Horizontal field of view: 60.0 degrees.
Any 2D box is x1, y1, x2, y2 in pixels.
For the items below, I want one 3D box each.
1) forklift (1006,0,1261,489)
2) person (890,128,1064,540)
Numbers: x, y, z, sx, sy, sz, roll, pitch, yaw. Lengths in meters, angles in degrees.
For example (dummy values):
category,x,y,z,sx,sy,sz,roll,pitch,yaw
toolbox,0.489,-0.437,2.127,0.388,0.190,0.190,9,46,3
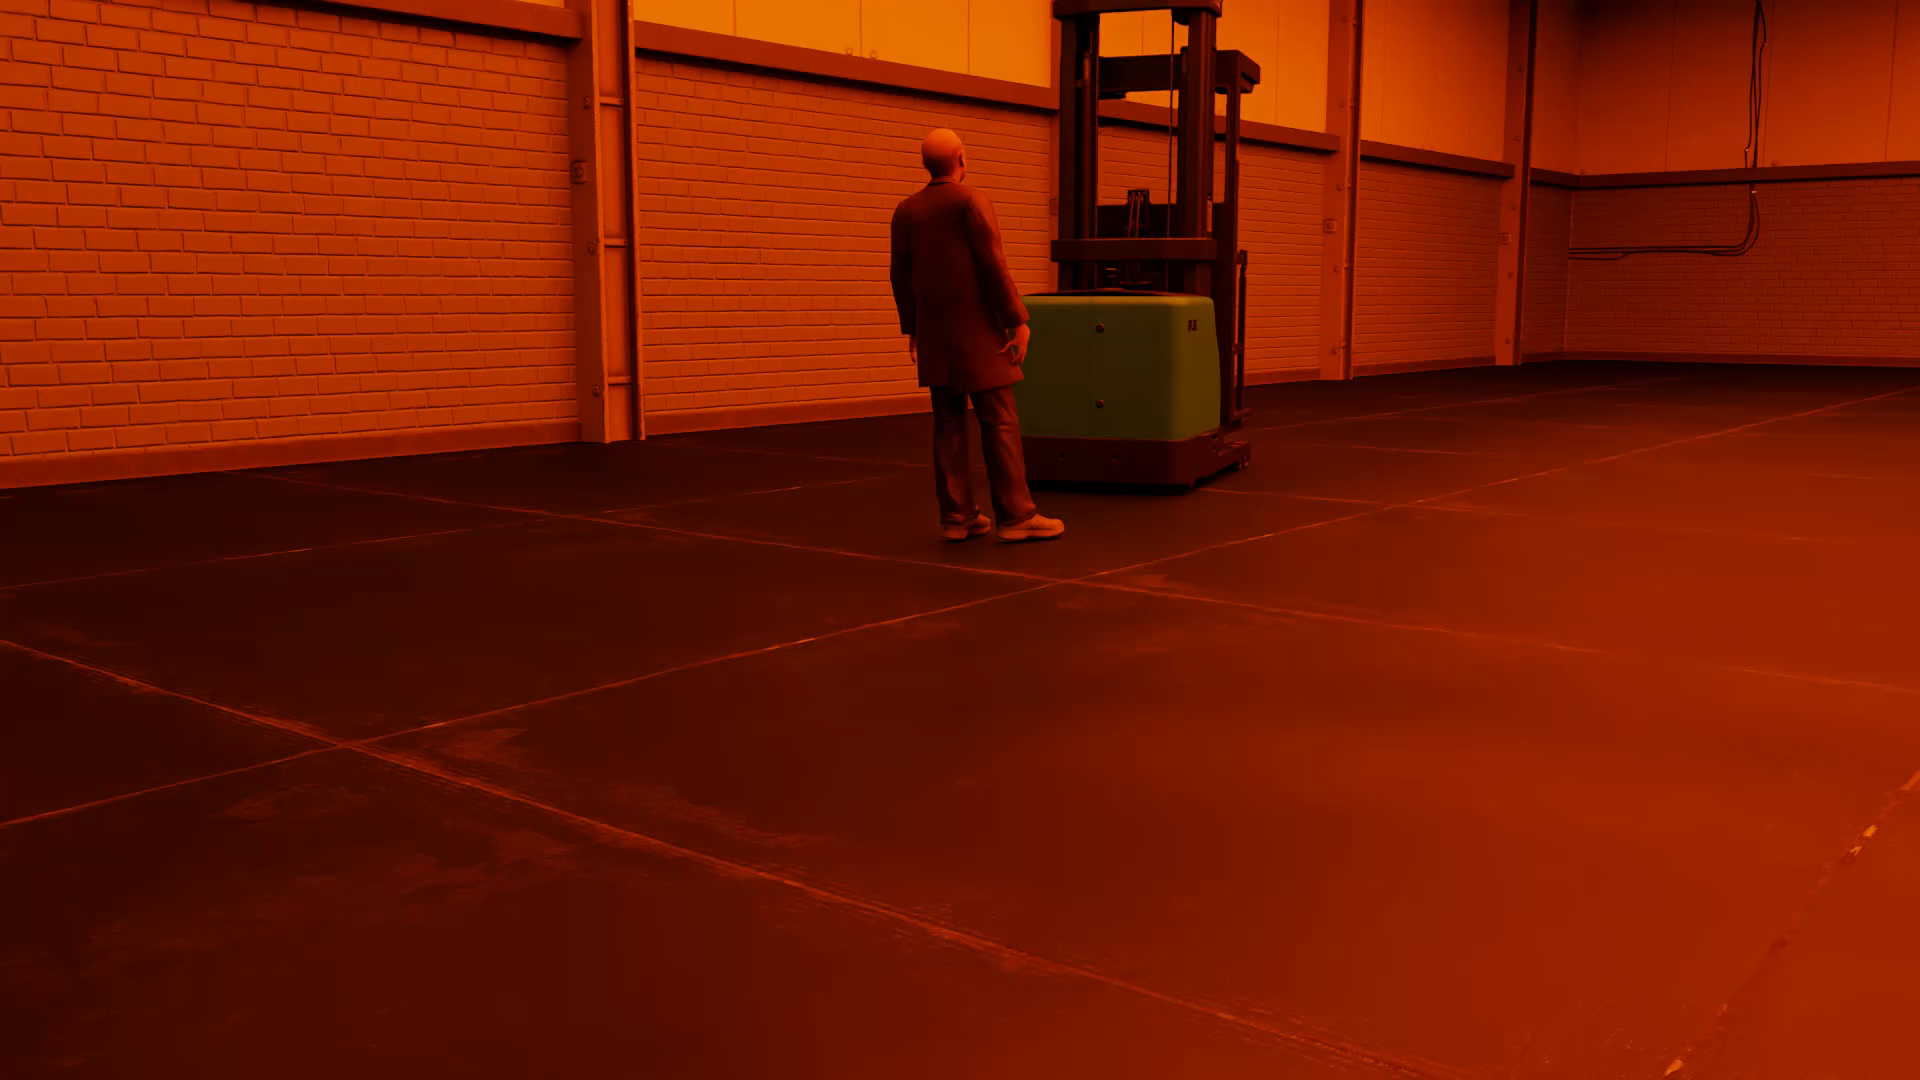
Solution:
category,x,y,z,sx,sy,sz,roll,pitch,yaw
forklift,1.214,-1.901,10.275,1.130,2.935,3.031,3,9,20
person,0.061,-0.897,7.344,0.696,1.778,0.579,7,11,38
